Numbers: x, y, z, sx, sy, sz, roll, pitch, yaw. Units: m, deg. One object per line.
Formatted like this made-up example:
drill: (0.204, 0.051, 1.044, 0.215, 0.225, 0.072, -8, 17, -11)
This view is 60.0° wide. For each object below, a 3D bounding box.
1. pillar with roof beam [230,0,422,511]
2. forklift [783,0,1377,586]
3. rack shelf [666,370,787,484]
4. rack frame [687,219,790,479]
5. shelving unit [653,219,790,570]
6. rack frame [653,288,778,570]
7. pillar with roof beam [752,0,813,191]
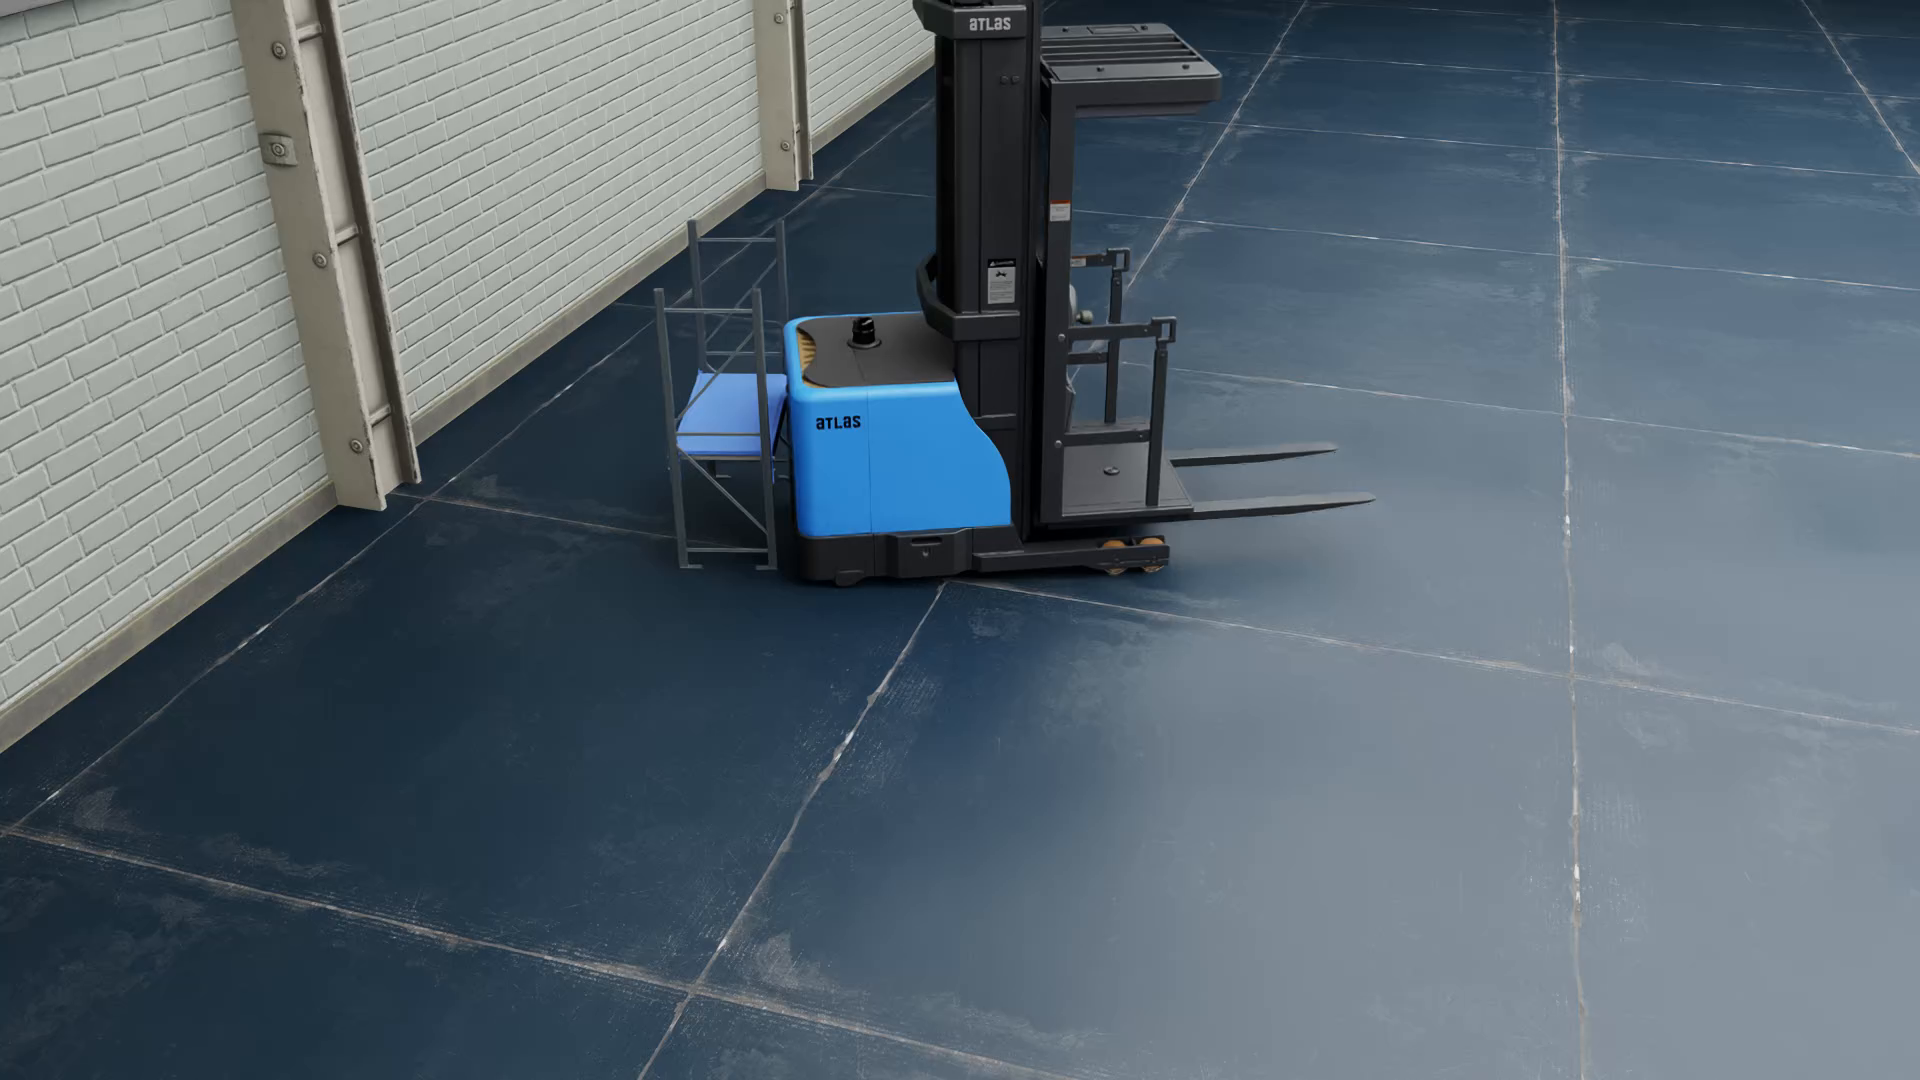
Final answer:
pillar with roof beam: (0.883, -3.589, 5.945, 9.100, 9.000, 0.400, 8, 30, 15)
forklift: (0.631, -1.362, 8.183, 3.031, 2.935, 1.130, -4, 29, -7)
rack shelf: (-1.175, -0.603, 8.662, 0.538, 0.185, 1.000, 0, 29, 1)
rack frame: (-1.168, -1.008, 9.018, 0.500, 1.500, 0.032, 0, 29, 1)
shelving unit: (-1.175, -0.760, 8.574, 0.538, 1.500, 1.048, 0, 29, 1)
rack frame: (-1.181, -0.513, 8.130, 0.500, 1.500, 0.032, 0, 29, 1)
pillar with roof beam: (2.644, -6.377, 10.957, 9.100, 9.000, 0.400, 8, 30, 15)
